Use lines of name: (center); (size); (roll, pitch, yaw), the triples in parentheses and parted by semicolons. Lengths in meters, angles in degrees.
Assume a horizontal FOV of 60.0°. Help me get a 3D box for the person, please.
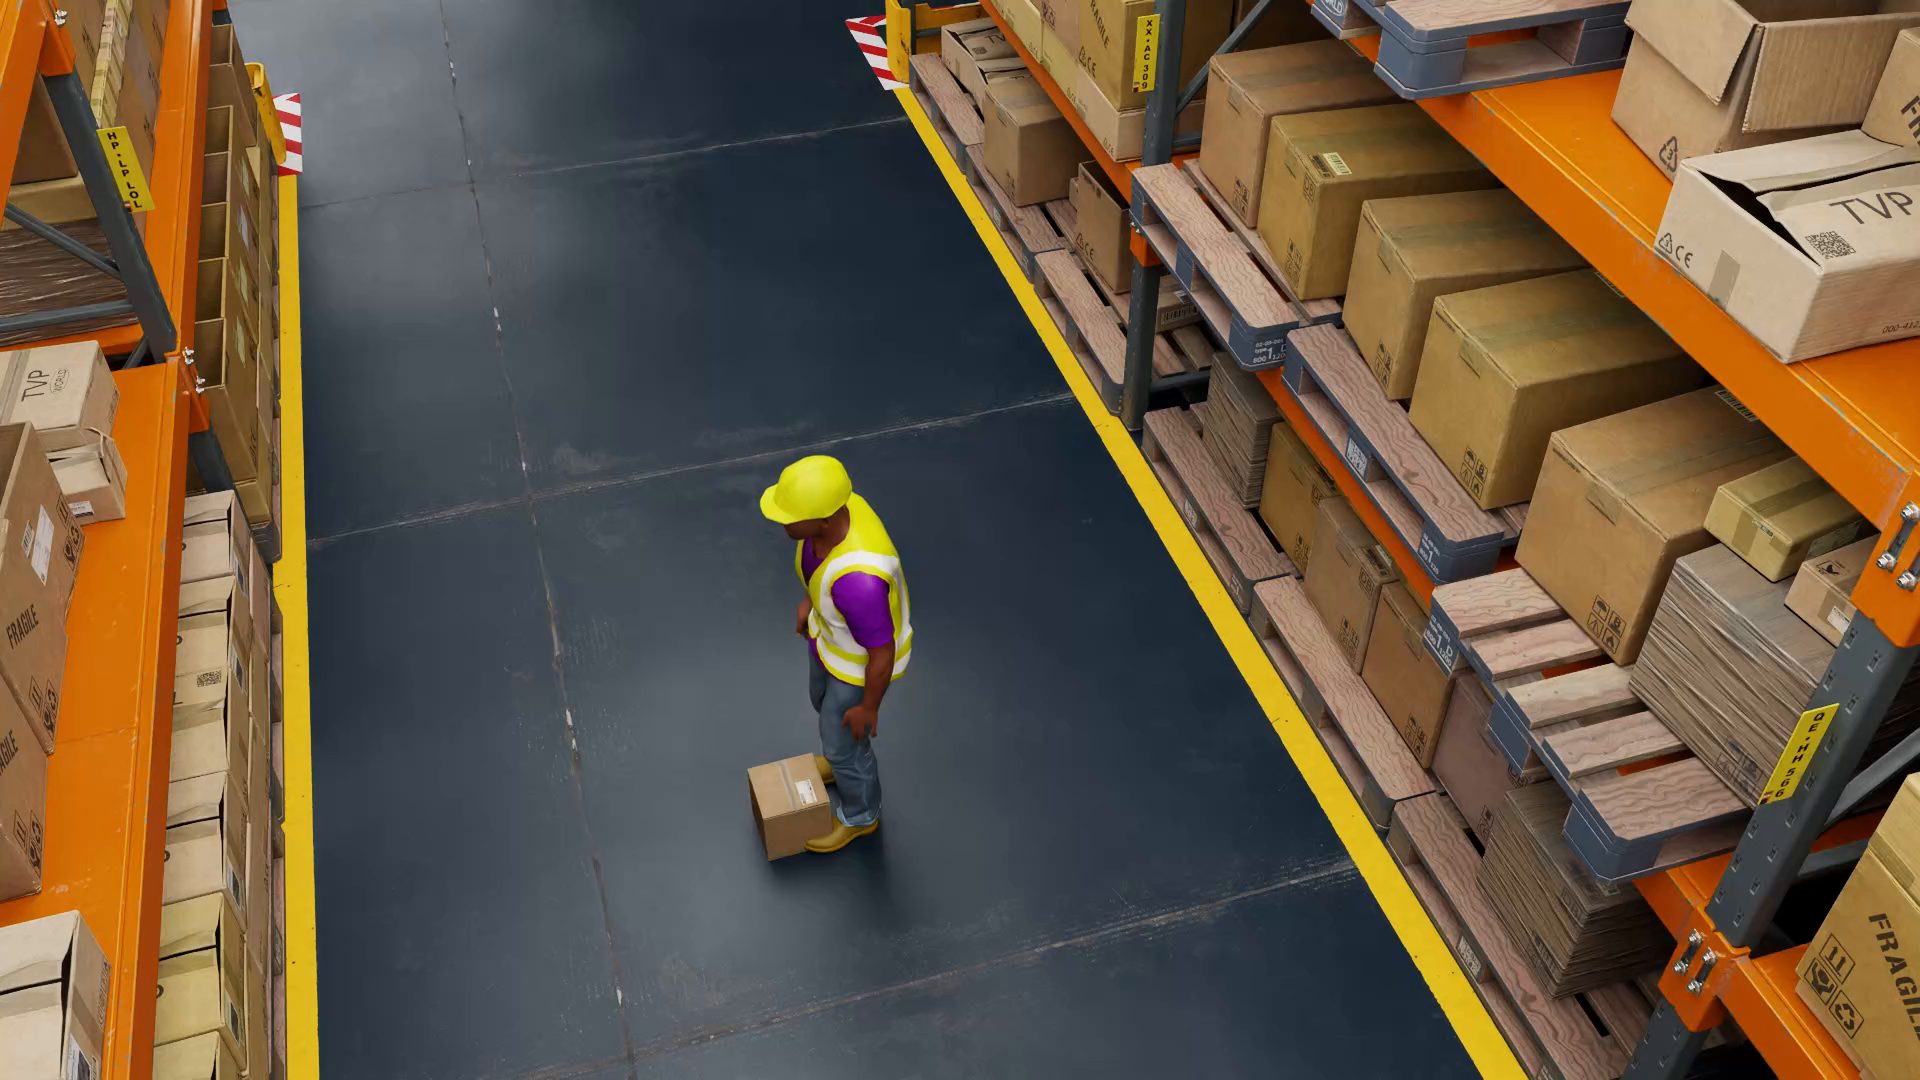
person: (-0.409, 0.384, 5.720); (0.458, 1.760, 0.634); (-14, 44, -15)
